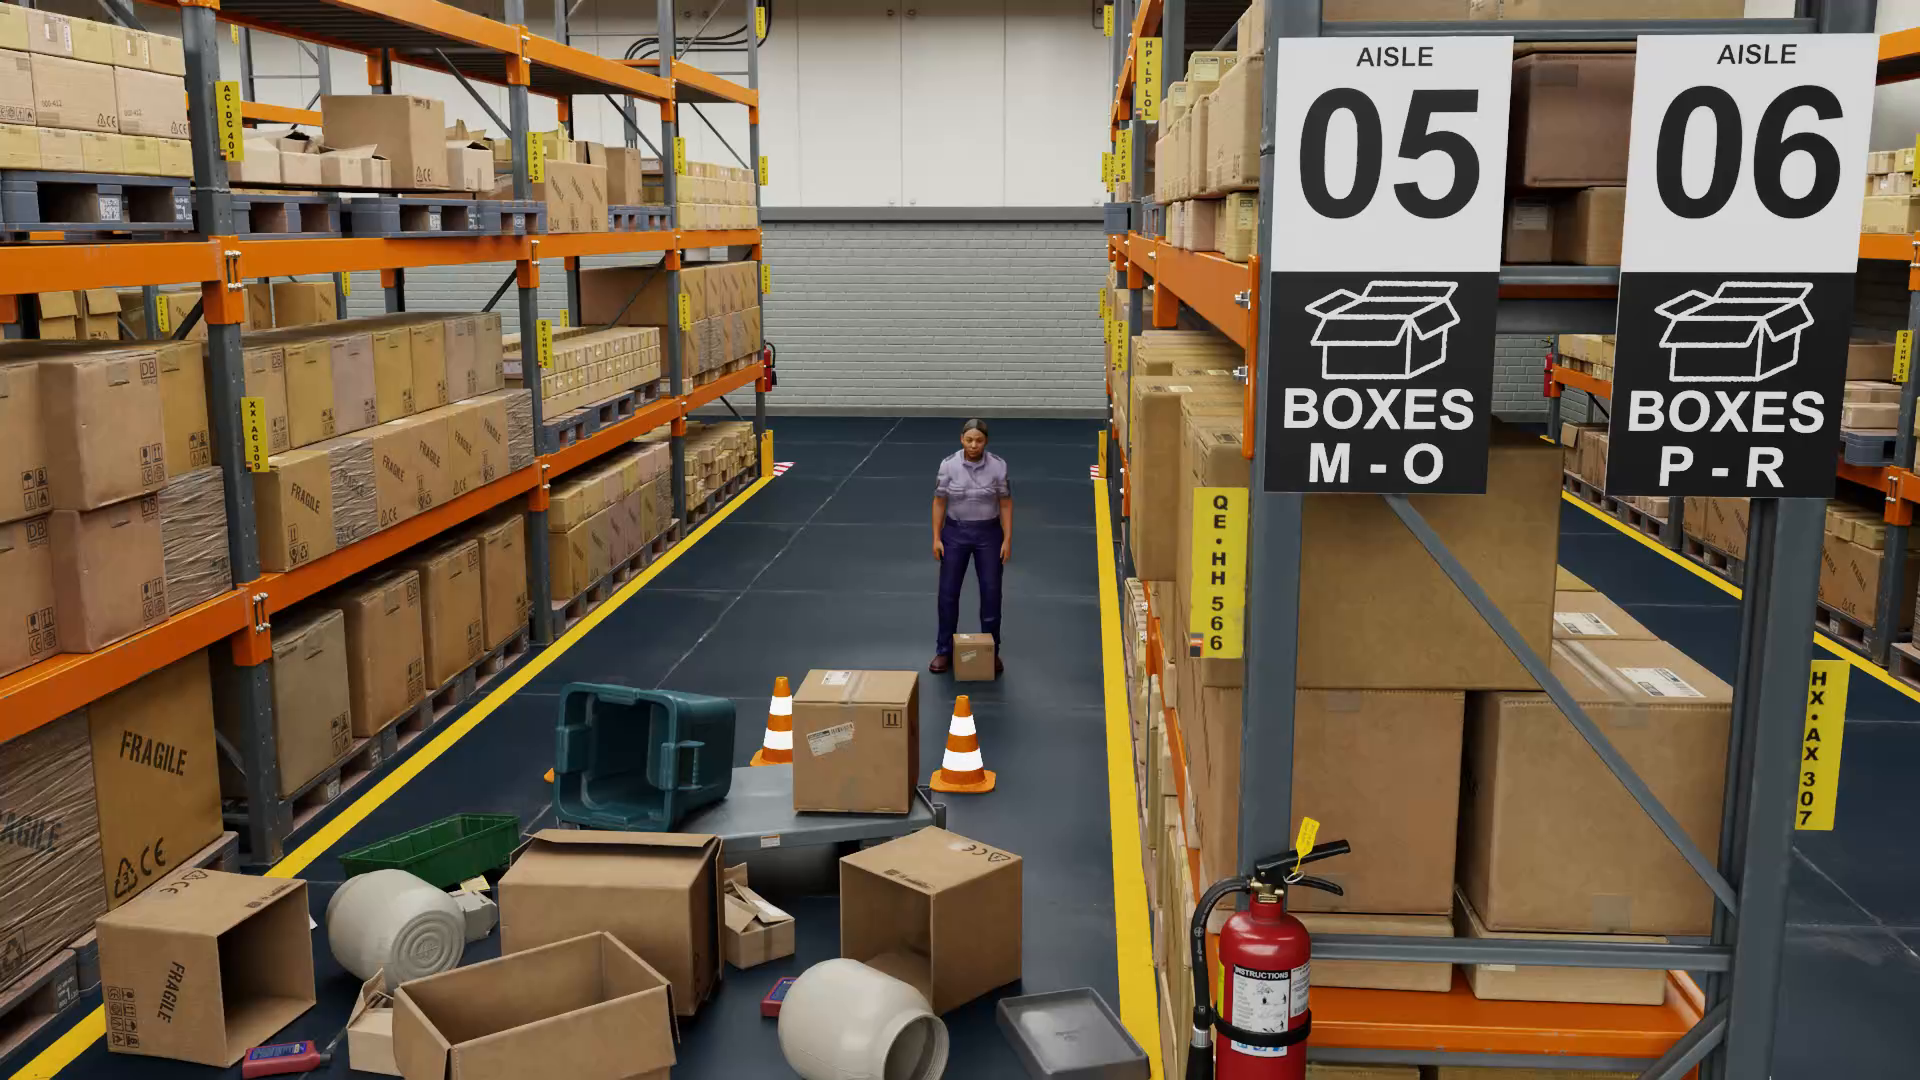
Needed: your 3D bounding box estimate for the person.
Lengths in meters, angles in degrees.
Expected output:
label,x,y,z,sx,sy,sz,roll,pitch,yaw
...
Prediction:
label,x,y,z,sx,sy,sz,roll,pitch,yaw
person,0.072,0.023,10.828,0.543,1.652,0.372,0,11,2
